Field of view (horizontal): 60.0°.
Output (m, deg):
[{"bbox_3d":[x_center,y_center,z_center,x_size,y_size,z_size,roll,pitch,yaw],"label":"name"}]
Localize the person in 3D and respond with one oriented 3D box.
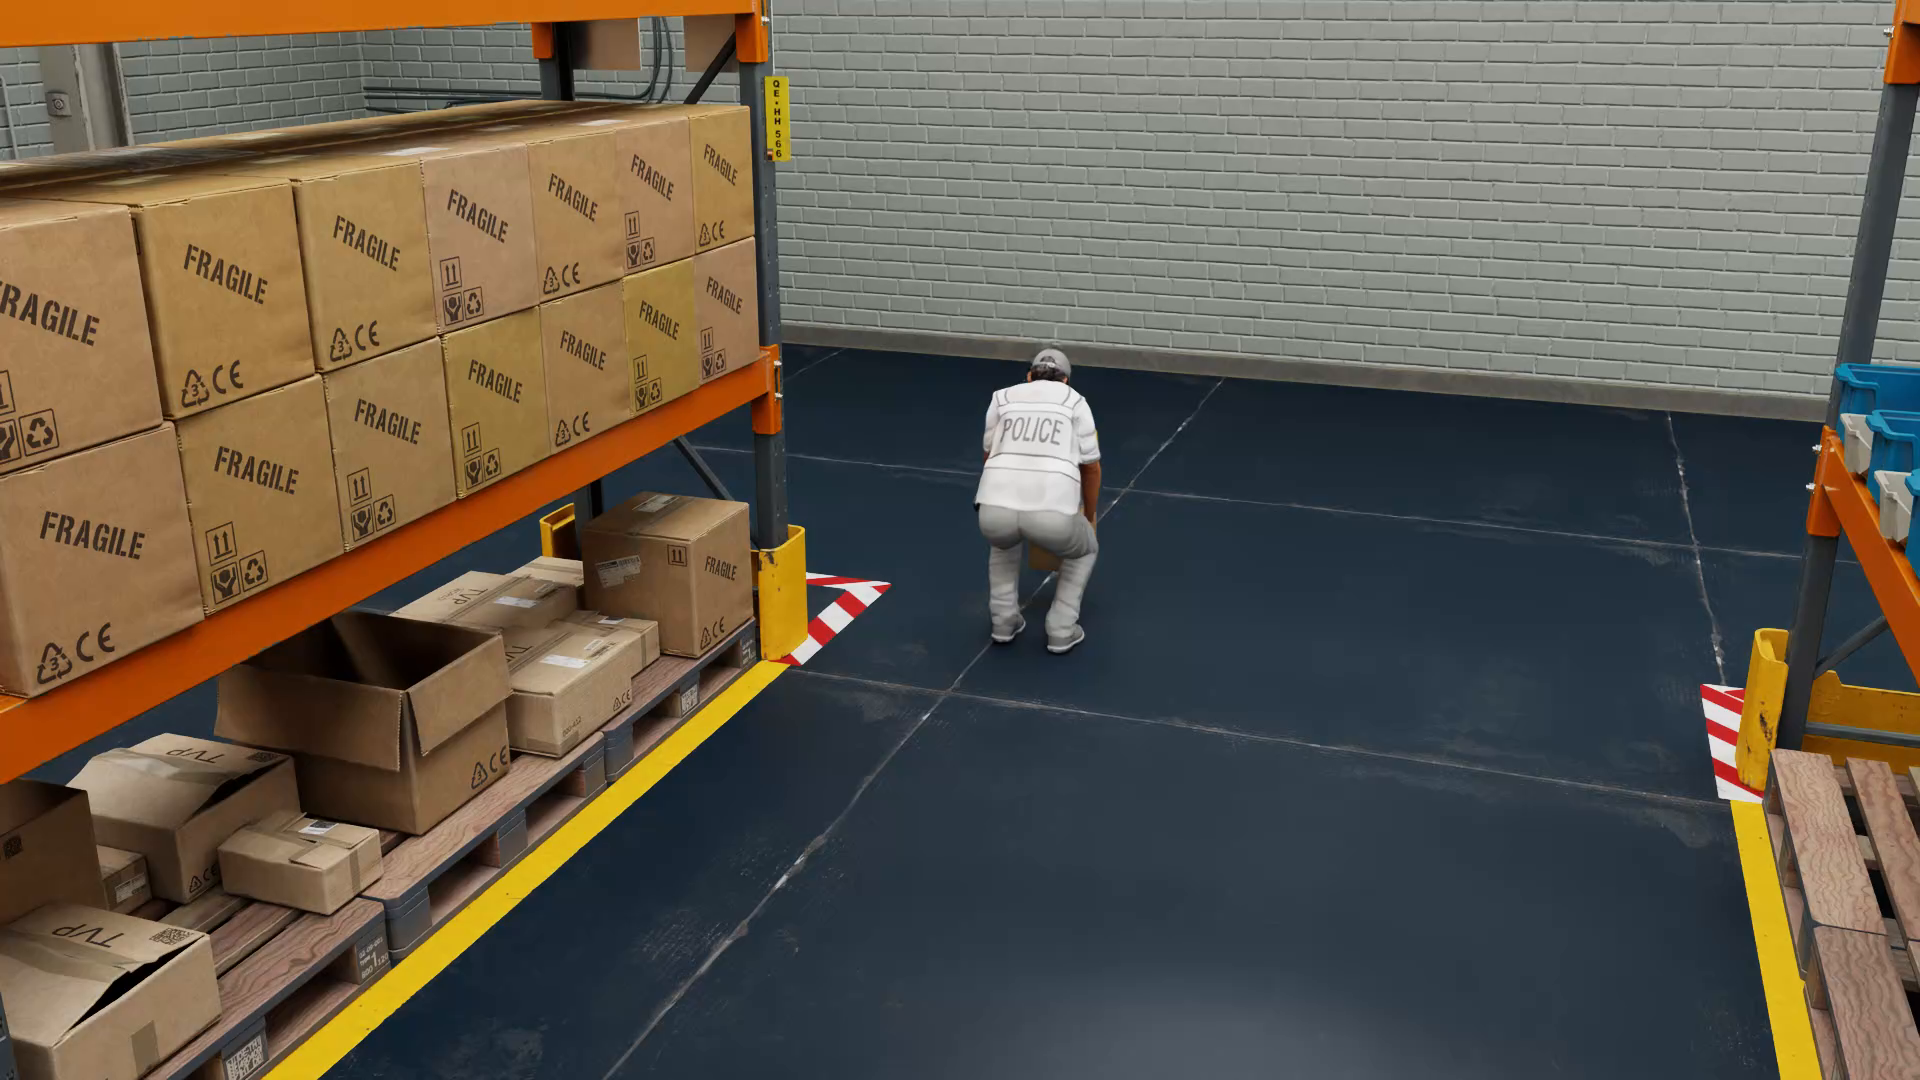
[{"bbox_3d":[0.319,-0.164,7.214,0.540,1.239,0.794,6,20,18],"label":"person"}]
